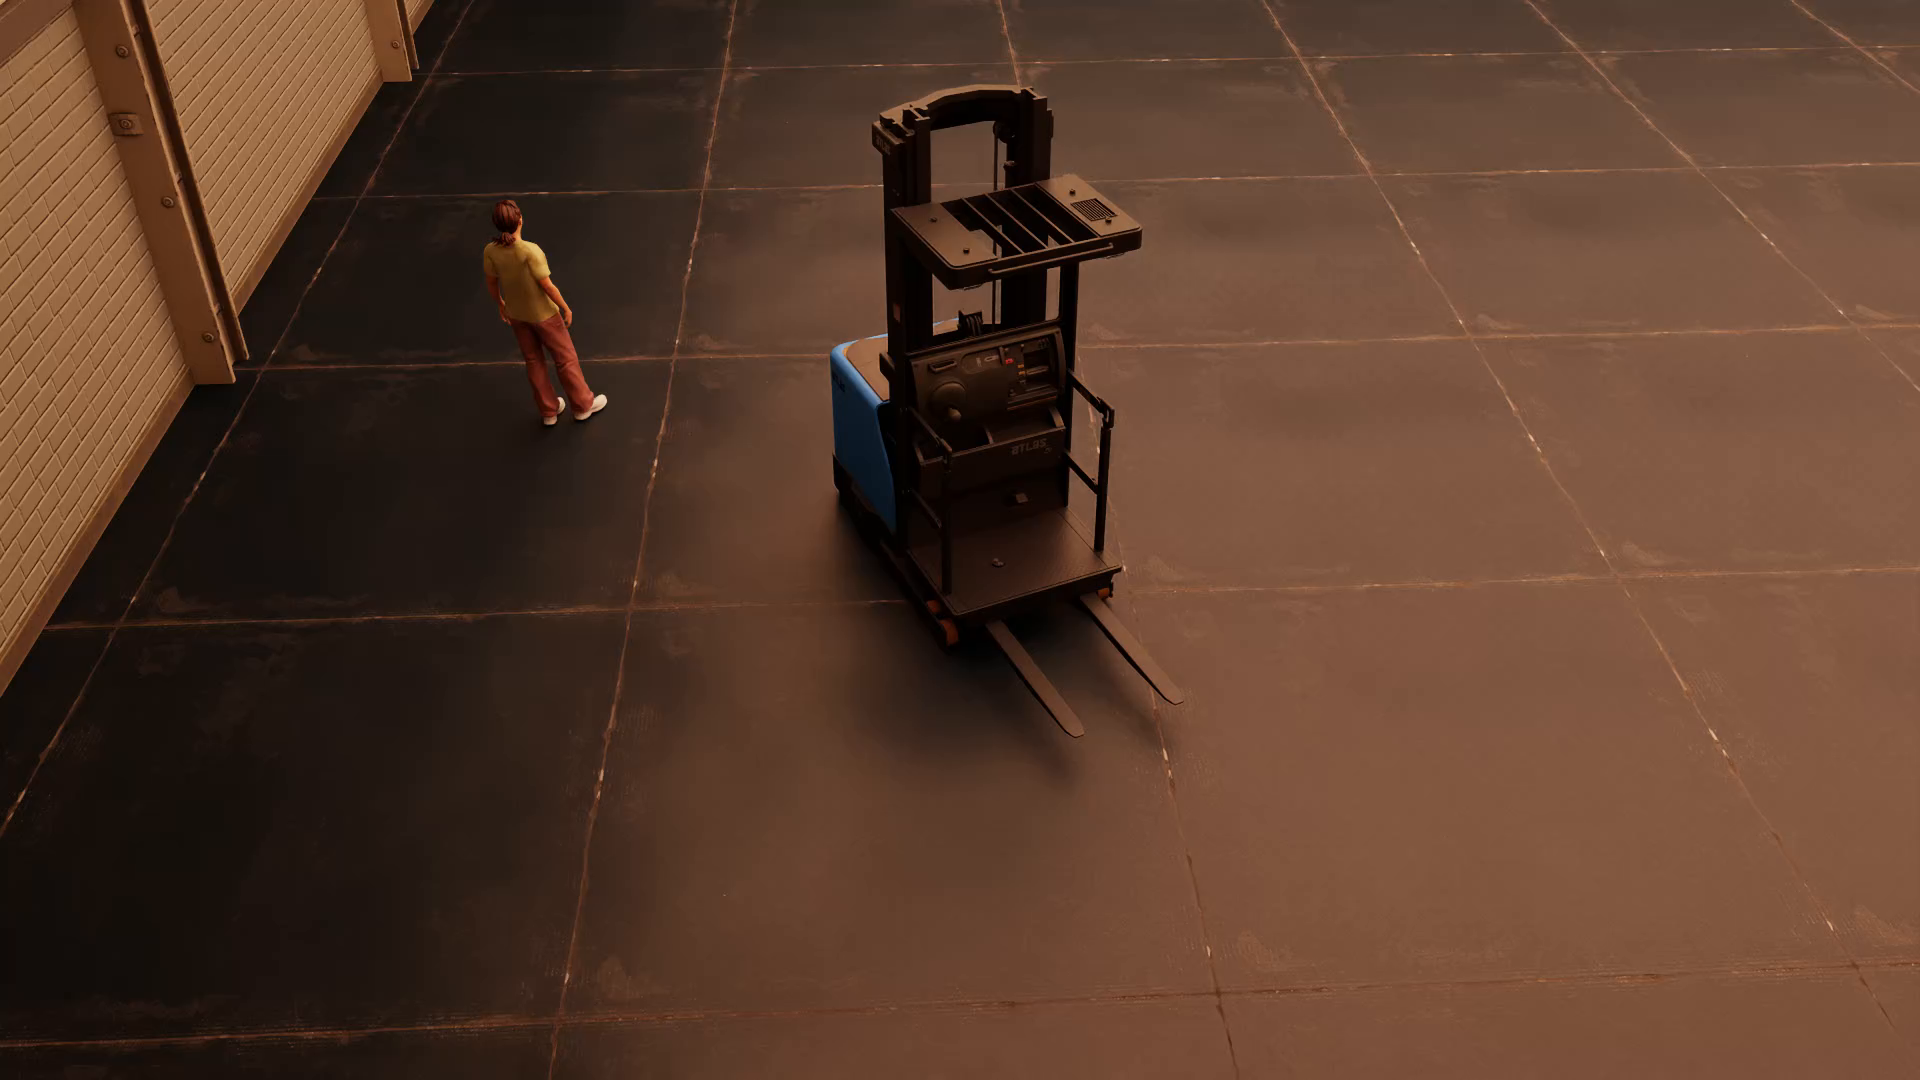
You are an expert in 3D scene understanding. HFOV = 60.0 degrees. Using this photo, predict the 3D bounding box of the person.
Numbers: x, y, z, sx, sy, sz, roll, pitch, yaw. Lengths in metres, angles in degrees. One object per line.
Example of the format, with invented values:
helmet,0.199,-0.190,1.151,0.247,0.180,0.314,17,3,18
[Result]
person,-2.834,-1.550,11.192,0.552,1.676,0.551,10,37,13

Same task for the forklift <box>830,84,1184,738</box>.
forklift,0.258,-0.860,9.192,1.130,2.935,3.031,-15,39,-20
